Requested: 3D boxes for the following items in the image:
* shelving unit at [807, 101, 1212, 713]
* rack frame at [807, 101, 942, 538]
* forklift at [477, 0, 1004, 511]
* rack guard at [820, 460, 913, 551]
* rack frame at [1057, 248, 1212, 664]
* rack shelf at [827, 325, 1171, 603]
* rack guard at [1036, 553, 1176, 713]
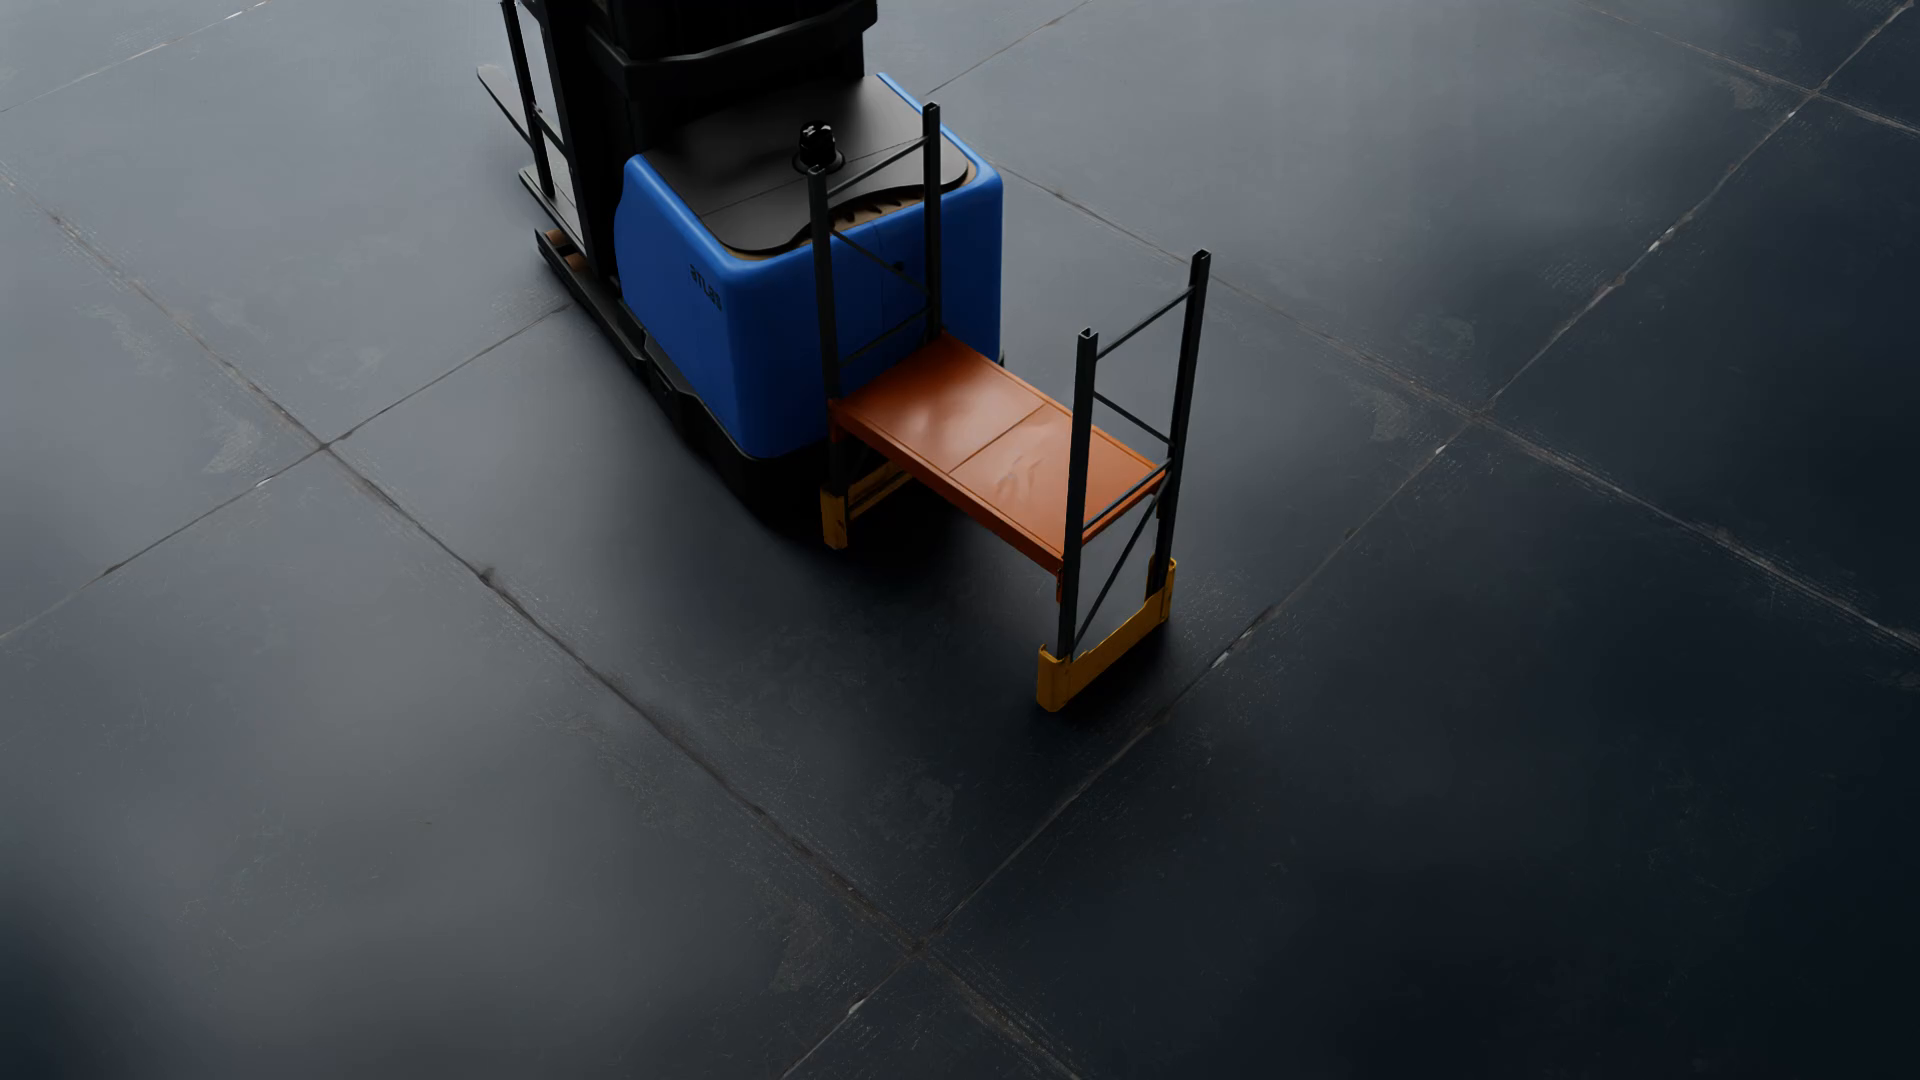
[{"bbox_3d":[0.112,-0.391,5.088,1.083,1.500,0.587,35,56,29],"label":"shelving unit"},{"bbox_3d":[-0.245,-0.645,5.327,0.032,1.500,0.500,35,56,29],"label":"rack frame"},{"bbox_3d":[-1.059,-2.158,5.766,1.130,2.935,3.031,-25,52,-22],"label":"forklift"},{"bbox_3d":[-0.244,-0.217,5.782,0.087,0.250,0.587,35,56,29],"label":"rack guard"},{"bbox_3d":[0.482,-0.127,4.840,0.032,1.500,0.500,35,56,29],"label":"rack frame"},{"bbox_3d":[0.119,-0.263,5.215,1.000,0.185,0.538,35,56,29],"label":"rack shelf"},{"bbox_3d":[0.468,0.291,5.305,0.087,0.250,0.587,35,56,29],"label":"rack guard"}]
